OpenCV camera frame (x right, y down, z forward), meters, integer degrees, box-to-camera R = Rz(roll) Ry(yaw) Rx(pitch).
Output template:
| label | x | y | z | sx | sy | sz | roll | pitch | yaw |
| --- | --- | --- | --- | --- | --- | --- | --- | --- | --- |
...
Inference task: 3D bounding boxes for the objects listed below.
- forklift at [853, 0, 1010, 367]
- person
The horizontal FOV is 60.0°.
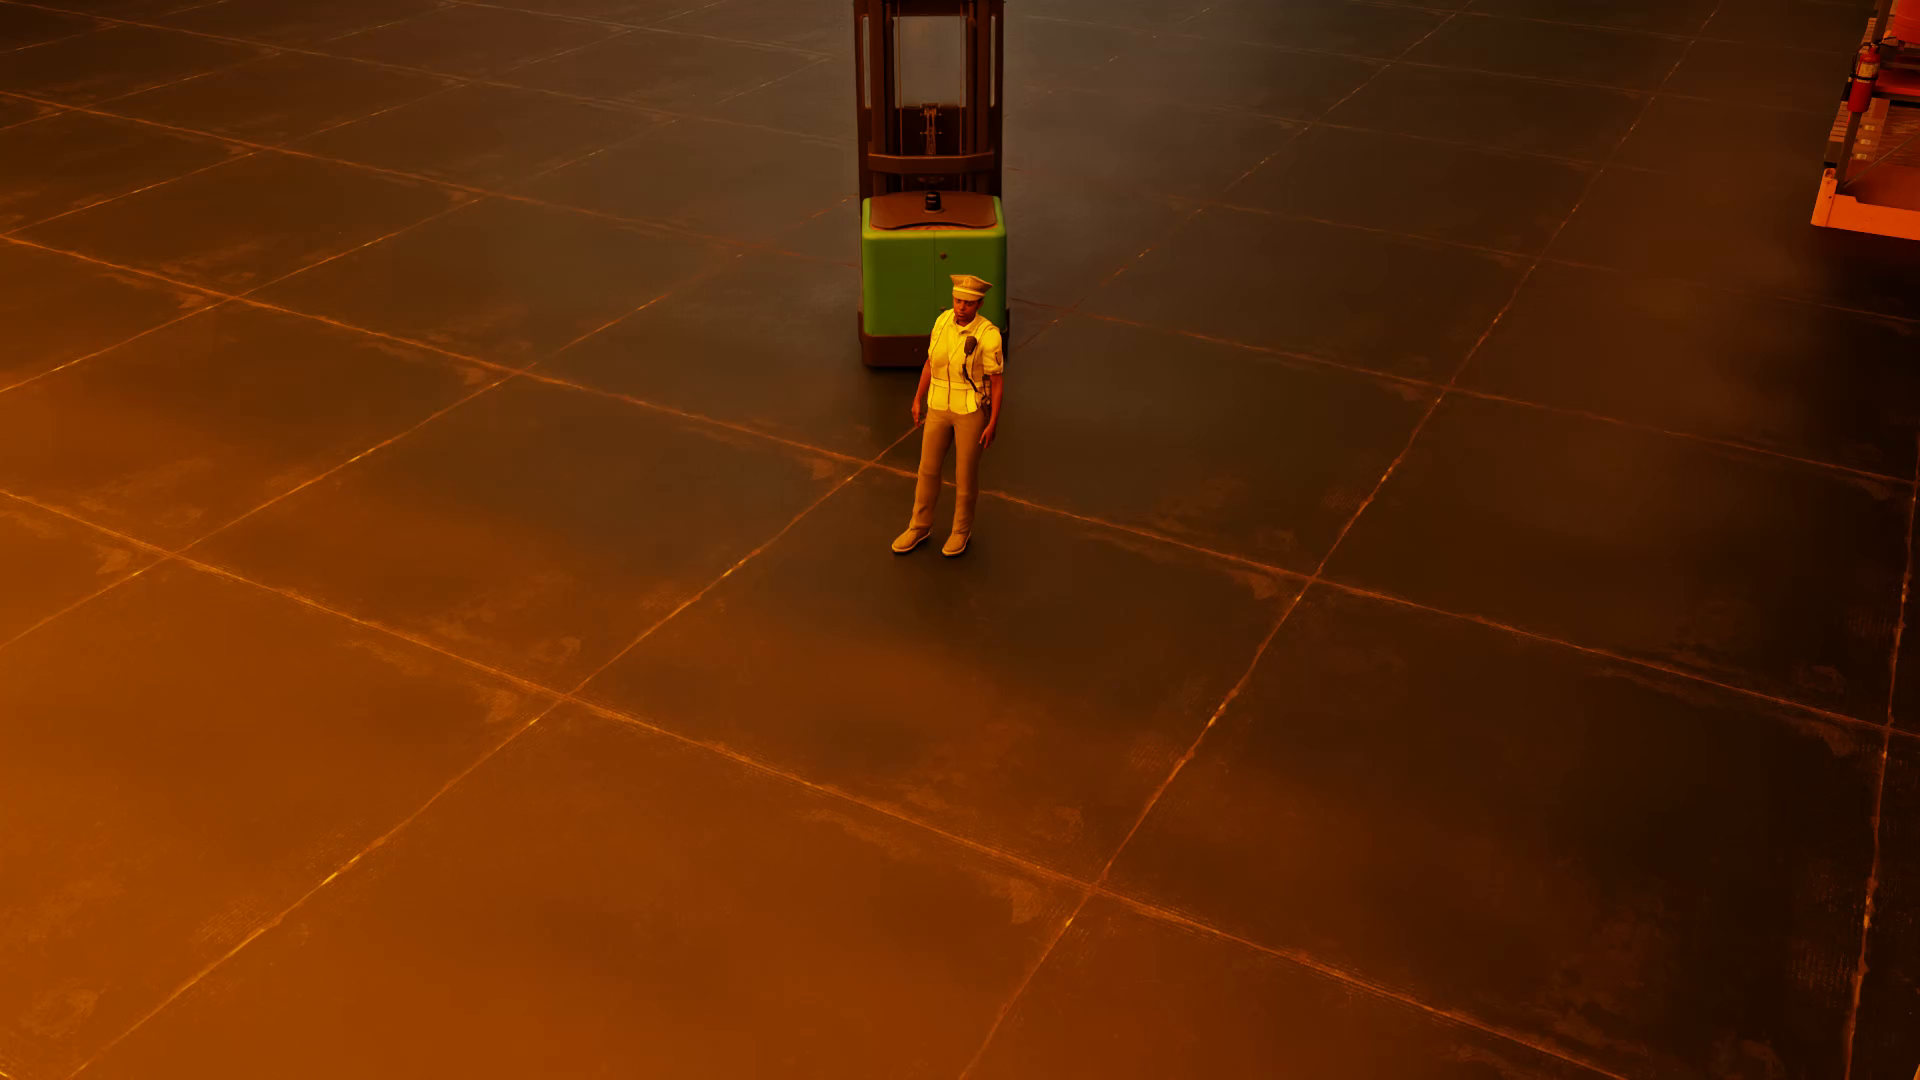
| label | x | y | z | sx | sy | sz | roll | pitch | yaw |
| --- | --- | --- | --- | --- | --- | --- | --- | --- | --- |
| forklift | -0.236 | -3.223 | 12.655 | 1.130 | 2.935 | 3.031 | -1 | 30 | -2 |
| person | -0.054 | -0.712 | 9.527 | 0.569 | 1.695 | 0.528 | 15 | 33 | 25 |
